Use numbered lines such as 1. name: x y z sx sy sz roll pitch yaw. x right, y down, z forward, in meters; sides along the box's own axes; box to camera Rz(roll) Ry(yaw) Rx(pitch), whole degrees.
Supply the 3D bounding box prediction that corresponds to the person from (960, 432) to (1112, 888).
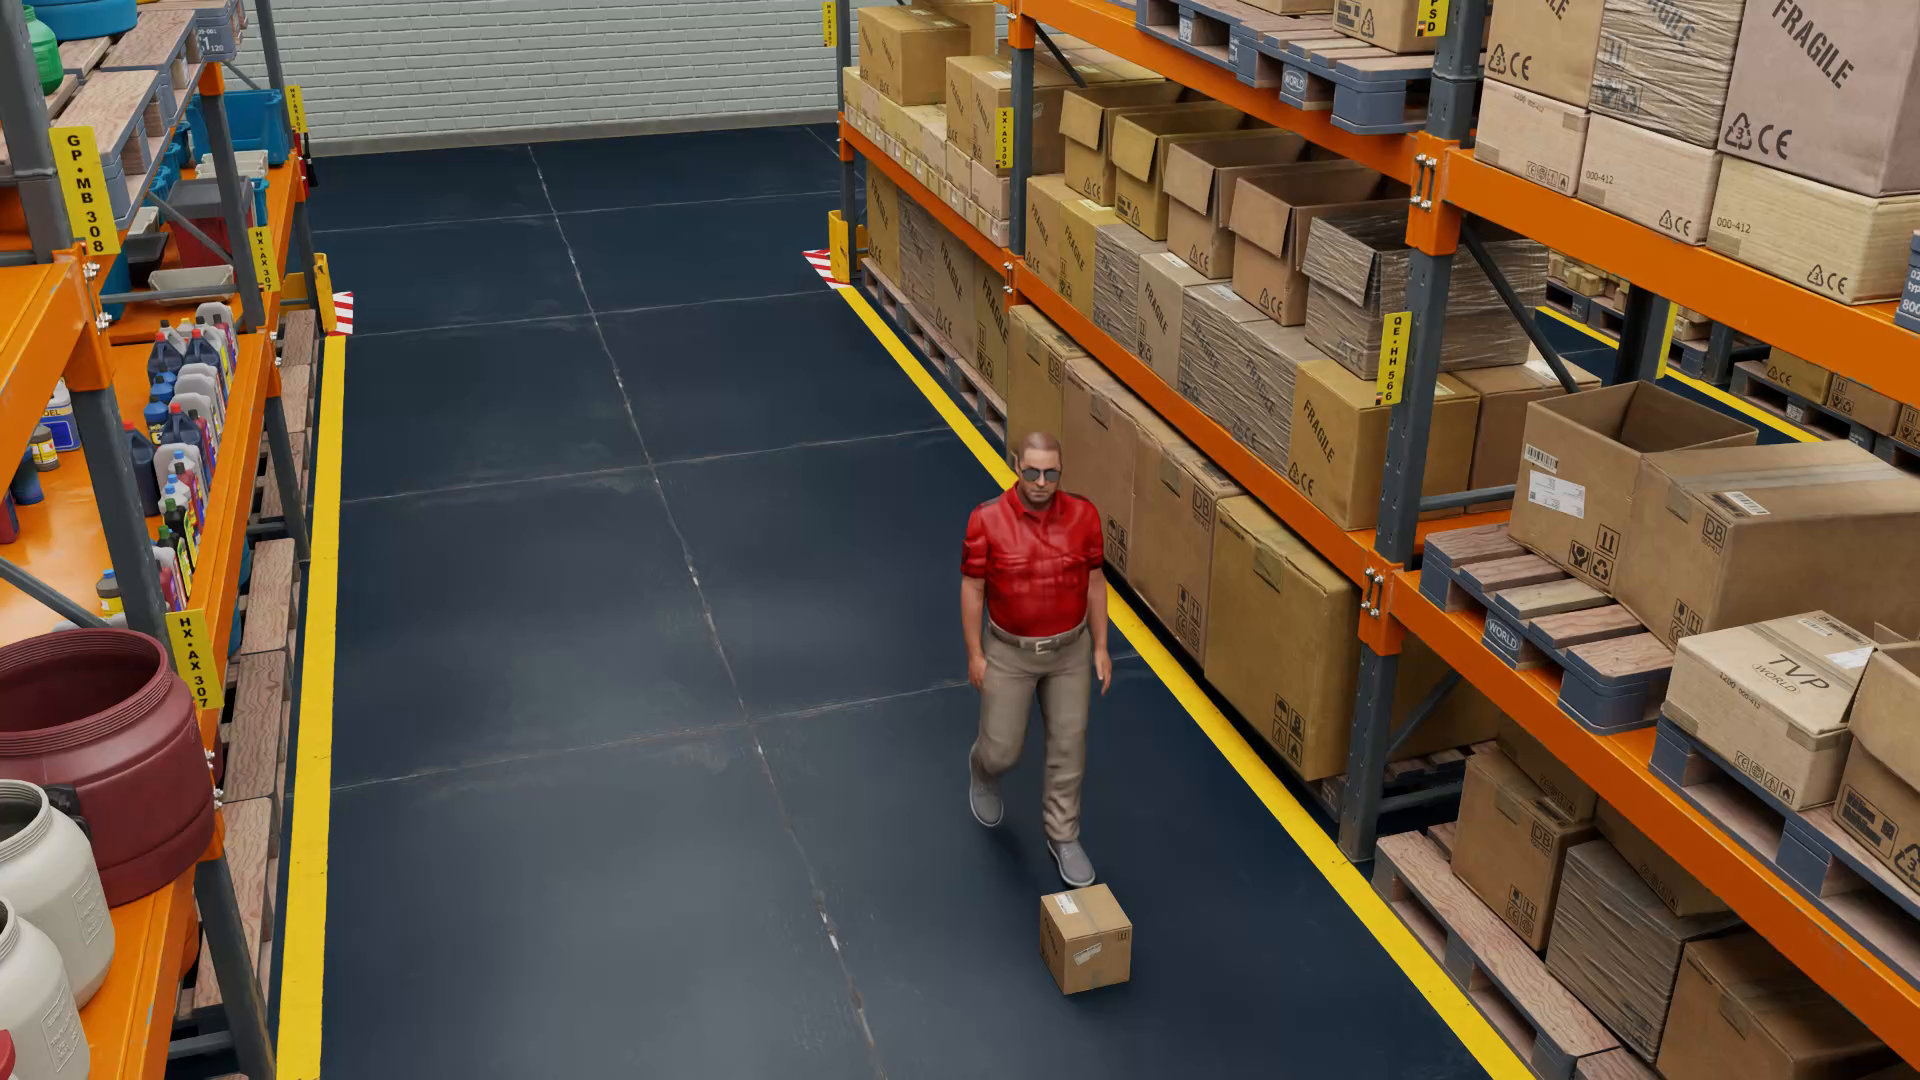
1. person: 0.292 0.430 6.235 0.556 1.711 0.695 -6 27 -12
